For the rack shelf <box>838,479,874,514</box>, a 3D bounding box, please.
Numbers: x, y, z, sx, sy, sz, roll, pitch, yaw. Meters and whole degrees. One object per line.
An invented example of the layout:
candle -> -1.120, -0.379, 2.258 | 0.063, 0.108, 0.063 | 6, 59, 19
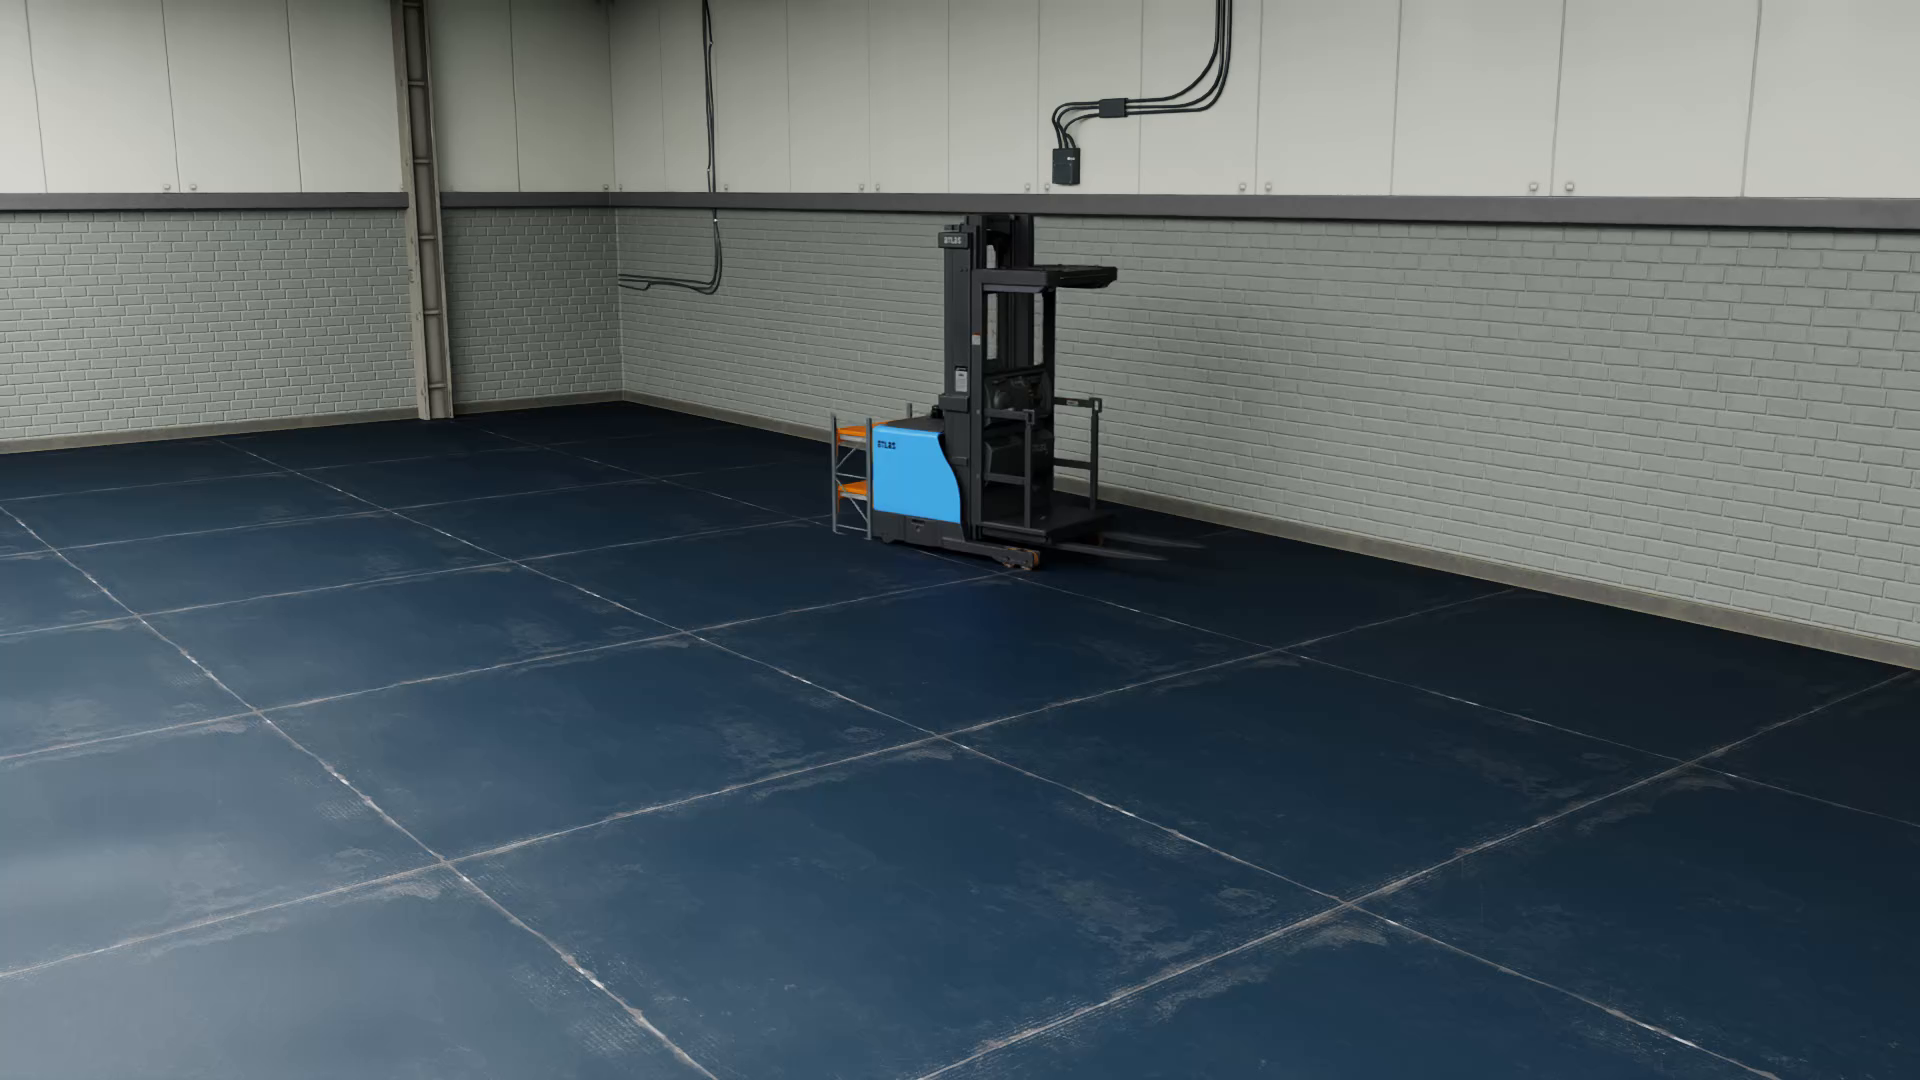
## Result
rack shelf -> -0.655, -0.426, 15.726 | 0.538, 0.278, 1.000 | 11, 16, 41

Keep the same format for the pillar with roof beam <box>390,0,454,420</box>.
pillar with roof beam -> -4.663, -5.421, 19.113 | 0.400, 9.000, 9.100 | -9, 15, -38

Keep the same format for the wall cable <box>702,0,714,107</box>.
wall cable -> -2.536, -6.799, 20.923 | 0.112, 2.526, 3.097 | -9, 15, -38

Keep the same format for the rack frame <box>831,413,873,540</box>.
rack frame -> -0.994, -0.587, 15.304 | 0.500, 1.125, 0.032 | 11, 16, 41

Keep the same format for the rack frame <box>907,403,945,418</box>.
rack frame -> -0.316, -0.744, 16.045 | 0.500, 1.125, 0.032 | 11, 16, 41

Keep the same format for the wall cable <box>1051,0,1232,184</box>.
wall cable -> 1.693, -6.408, 15.577 | 0.169, 6.003, 2.305 | -9, 15, -38

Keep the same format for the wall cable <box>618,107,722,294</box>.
wall cable -> -4.226, -4.768, 23.514 | 0.112, 2.526, 3.097 | -9, 15, -38

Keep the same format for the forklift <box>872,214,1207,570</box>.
forklift -> 0.672, -1.302, 14.324 | 3.031, 2.935, 1.130 | 9, 15, 37

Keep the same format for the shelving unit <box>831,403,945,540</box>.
shelving unit -> -0.655, -0.665, 15.675 | 0.538, 1.125, 1.048 | 11, 16, 41

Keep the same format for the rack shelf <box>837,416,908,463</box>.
rack shelf -> -0.655, -0.952, 15.614 | 0.538, 0.278, 1.000 | 11, 16, 41
